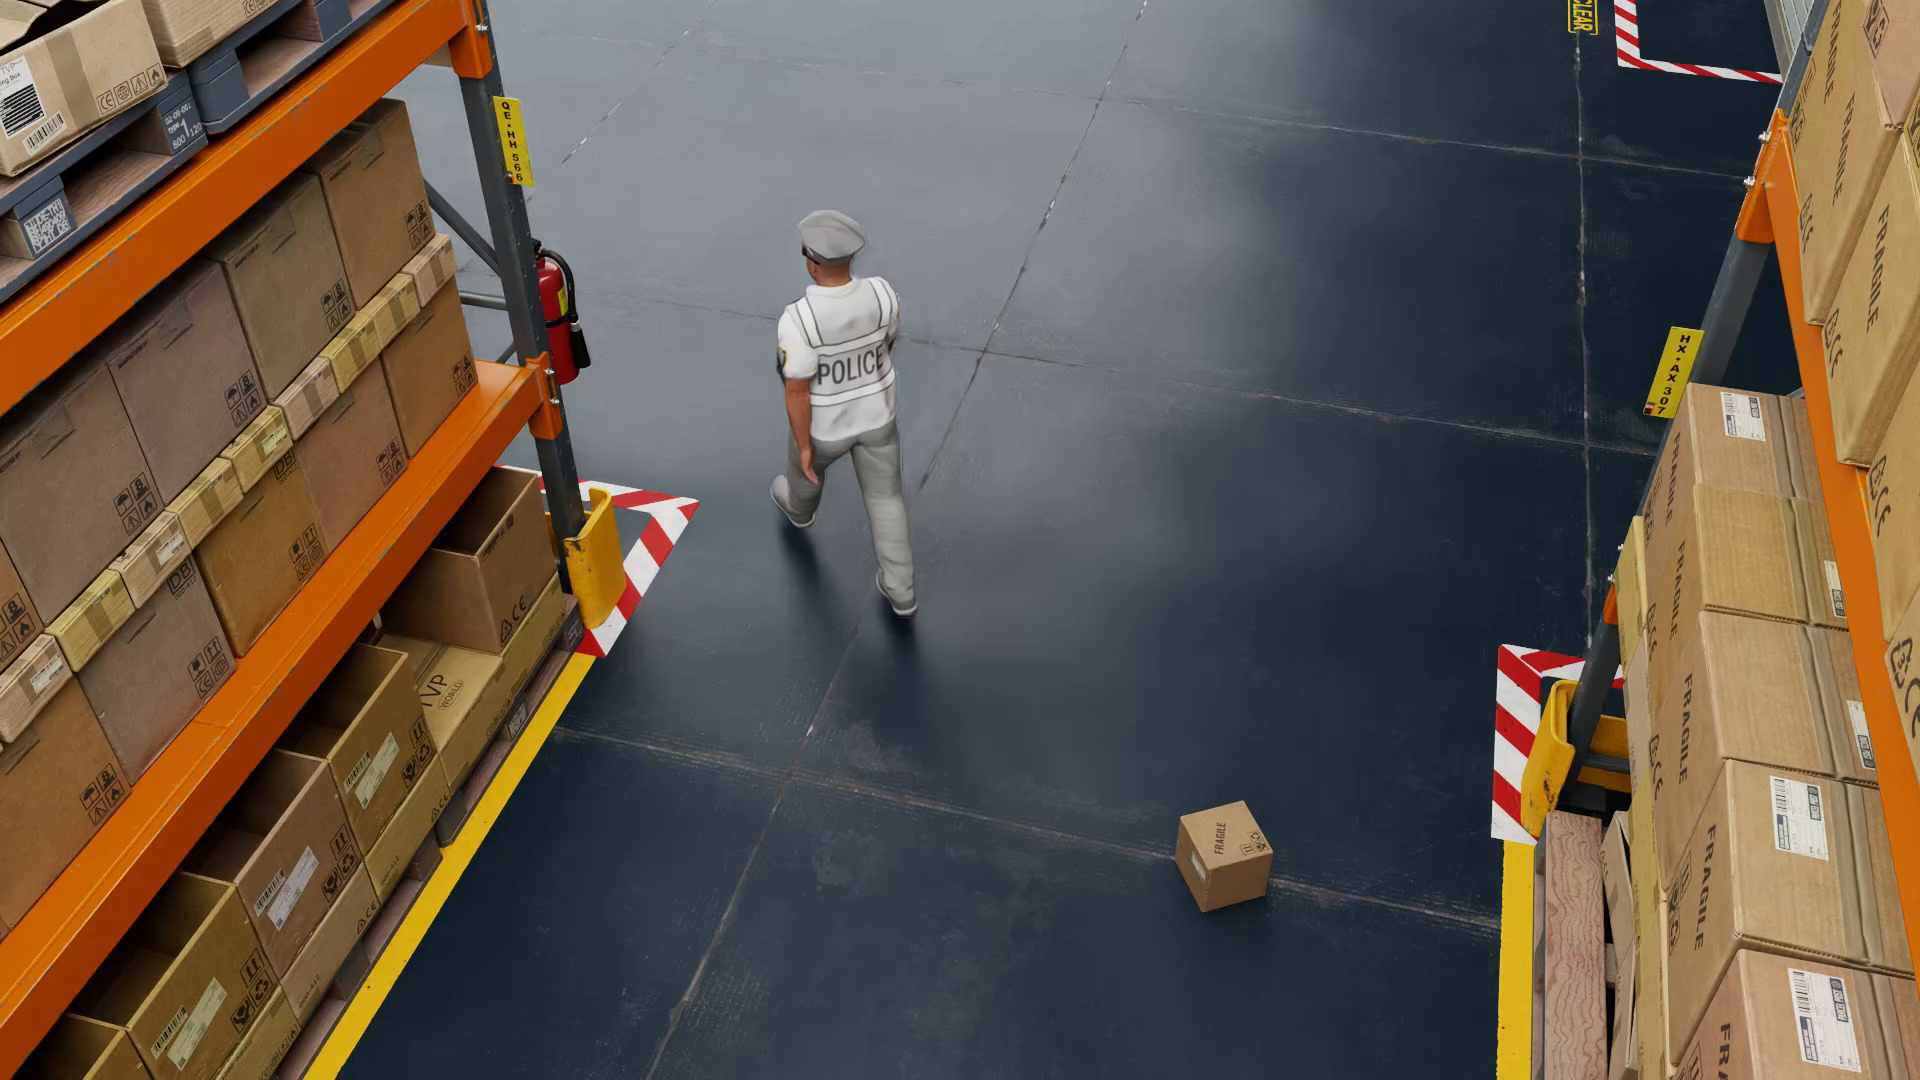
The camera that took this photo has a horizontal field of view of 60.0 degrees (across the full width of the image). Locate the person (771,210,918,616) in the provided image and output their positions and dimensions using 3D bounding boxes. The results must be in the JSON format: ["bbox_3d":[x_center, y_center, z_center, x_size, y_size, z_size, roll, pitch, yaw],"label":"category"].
[{"bbox_3d":[-0.508,-0.591,6.812,0.537,1.698,1.073,-15,43,-17],"label":"person"}]
